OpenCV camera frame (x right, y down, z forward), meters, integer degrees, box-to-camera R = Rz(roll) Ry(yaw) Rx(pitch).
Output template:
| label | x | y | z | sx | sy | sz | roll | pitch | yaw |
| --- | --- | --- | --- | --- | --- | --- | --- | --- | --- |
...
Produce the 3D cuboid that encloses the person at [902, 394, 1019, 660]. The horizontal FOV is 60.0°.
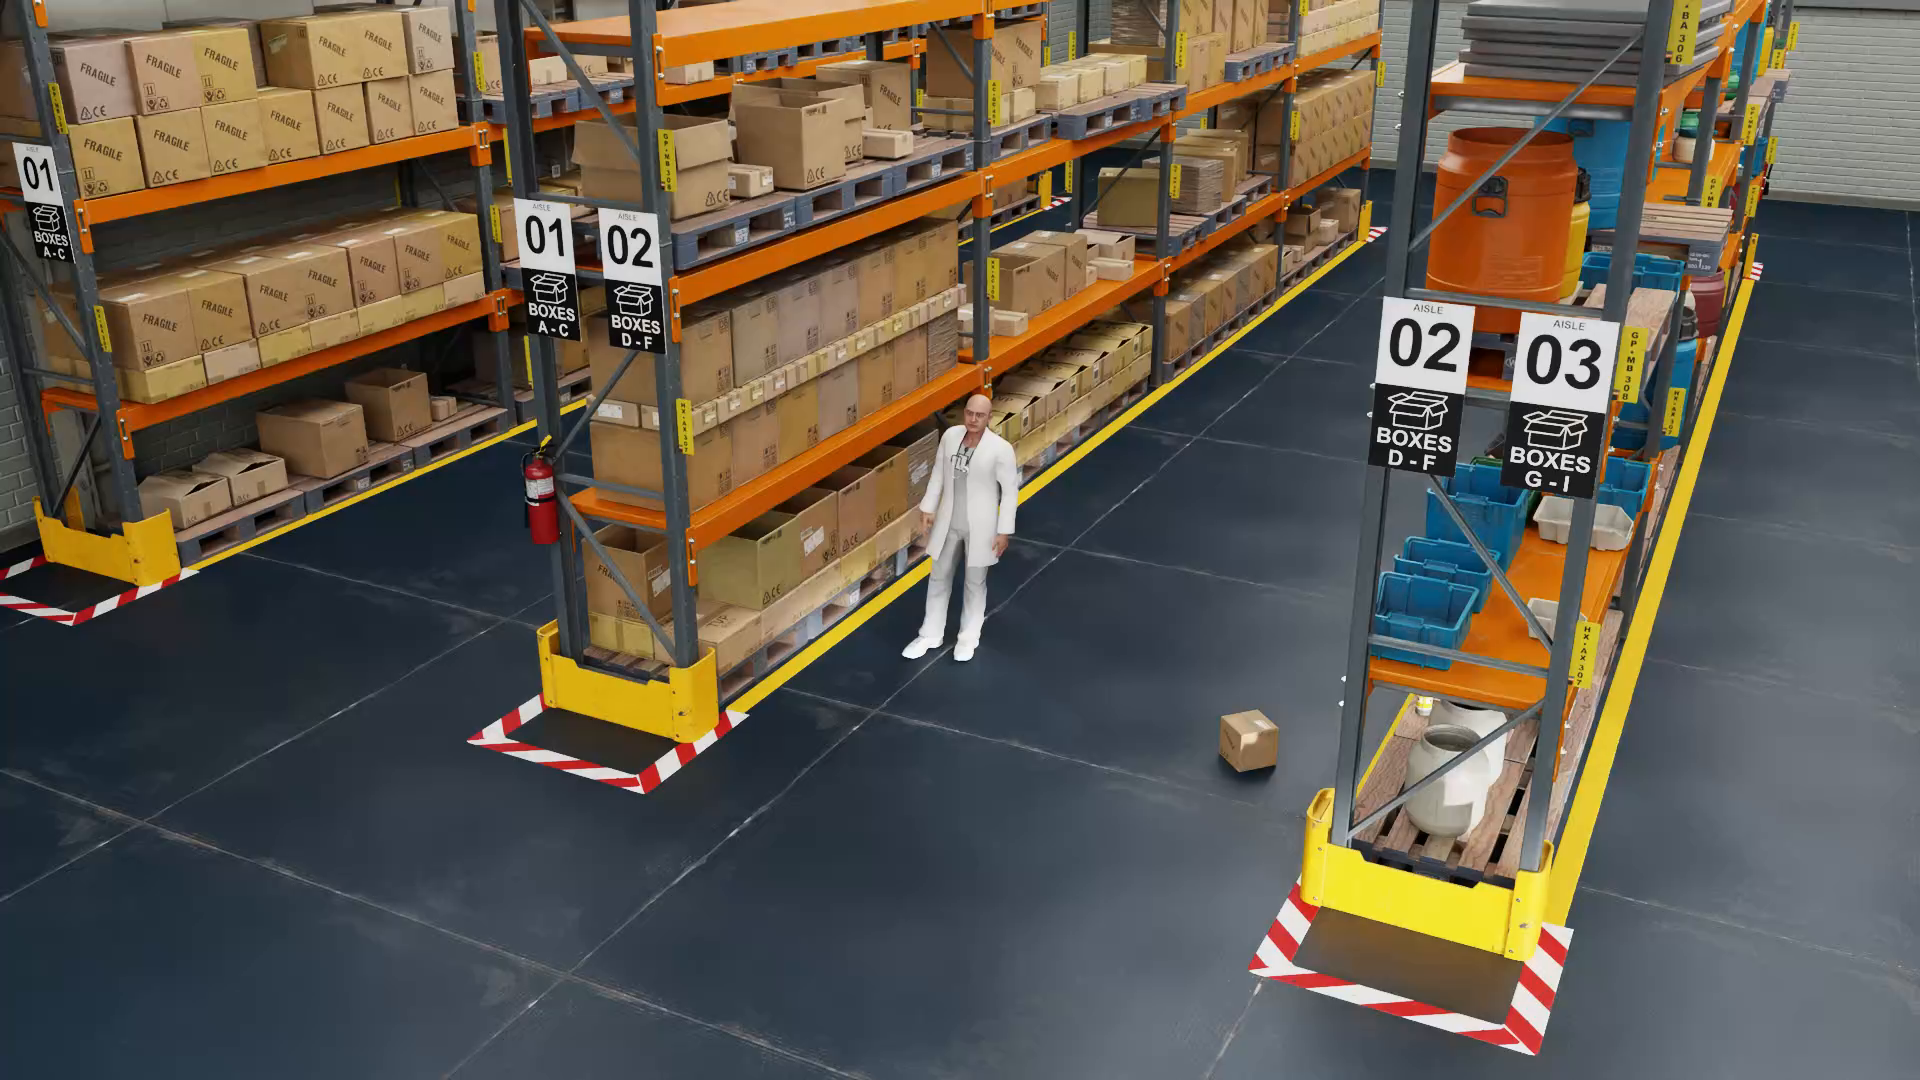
| label | x | y | z | sx | sy | sz | roll | pitch | yaw |
| --- | --- | --- | --- | --- | --- | --- | --- | --- | --- |
| person | 0.009 | -0.064 | 10.917 | 0.695 | 1.775 | 0.582 | 11 | 25 | 25 |
